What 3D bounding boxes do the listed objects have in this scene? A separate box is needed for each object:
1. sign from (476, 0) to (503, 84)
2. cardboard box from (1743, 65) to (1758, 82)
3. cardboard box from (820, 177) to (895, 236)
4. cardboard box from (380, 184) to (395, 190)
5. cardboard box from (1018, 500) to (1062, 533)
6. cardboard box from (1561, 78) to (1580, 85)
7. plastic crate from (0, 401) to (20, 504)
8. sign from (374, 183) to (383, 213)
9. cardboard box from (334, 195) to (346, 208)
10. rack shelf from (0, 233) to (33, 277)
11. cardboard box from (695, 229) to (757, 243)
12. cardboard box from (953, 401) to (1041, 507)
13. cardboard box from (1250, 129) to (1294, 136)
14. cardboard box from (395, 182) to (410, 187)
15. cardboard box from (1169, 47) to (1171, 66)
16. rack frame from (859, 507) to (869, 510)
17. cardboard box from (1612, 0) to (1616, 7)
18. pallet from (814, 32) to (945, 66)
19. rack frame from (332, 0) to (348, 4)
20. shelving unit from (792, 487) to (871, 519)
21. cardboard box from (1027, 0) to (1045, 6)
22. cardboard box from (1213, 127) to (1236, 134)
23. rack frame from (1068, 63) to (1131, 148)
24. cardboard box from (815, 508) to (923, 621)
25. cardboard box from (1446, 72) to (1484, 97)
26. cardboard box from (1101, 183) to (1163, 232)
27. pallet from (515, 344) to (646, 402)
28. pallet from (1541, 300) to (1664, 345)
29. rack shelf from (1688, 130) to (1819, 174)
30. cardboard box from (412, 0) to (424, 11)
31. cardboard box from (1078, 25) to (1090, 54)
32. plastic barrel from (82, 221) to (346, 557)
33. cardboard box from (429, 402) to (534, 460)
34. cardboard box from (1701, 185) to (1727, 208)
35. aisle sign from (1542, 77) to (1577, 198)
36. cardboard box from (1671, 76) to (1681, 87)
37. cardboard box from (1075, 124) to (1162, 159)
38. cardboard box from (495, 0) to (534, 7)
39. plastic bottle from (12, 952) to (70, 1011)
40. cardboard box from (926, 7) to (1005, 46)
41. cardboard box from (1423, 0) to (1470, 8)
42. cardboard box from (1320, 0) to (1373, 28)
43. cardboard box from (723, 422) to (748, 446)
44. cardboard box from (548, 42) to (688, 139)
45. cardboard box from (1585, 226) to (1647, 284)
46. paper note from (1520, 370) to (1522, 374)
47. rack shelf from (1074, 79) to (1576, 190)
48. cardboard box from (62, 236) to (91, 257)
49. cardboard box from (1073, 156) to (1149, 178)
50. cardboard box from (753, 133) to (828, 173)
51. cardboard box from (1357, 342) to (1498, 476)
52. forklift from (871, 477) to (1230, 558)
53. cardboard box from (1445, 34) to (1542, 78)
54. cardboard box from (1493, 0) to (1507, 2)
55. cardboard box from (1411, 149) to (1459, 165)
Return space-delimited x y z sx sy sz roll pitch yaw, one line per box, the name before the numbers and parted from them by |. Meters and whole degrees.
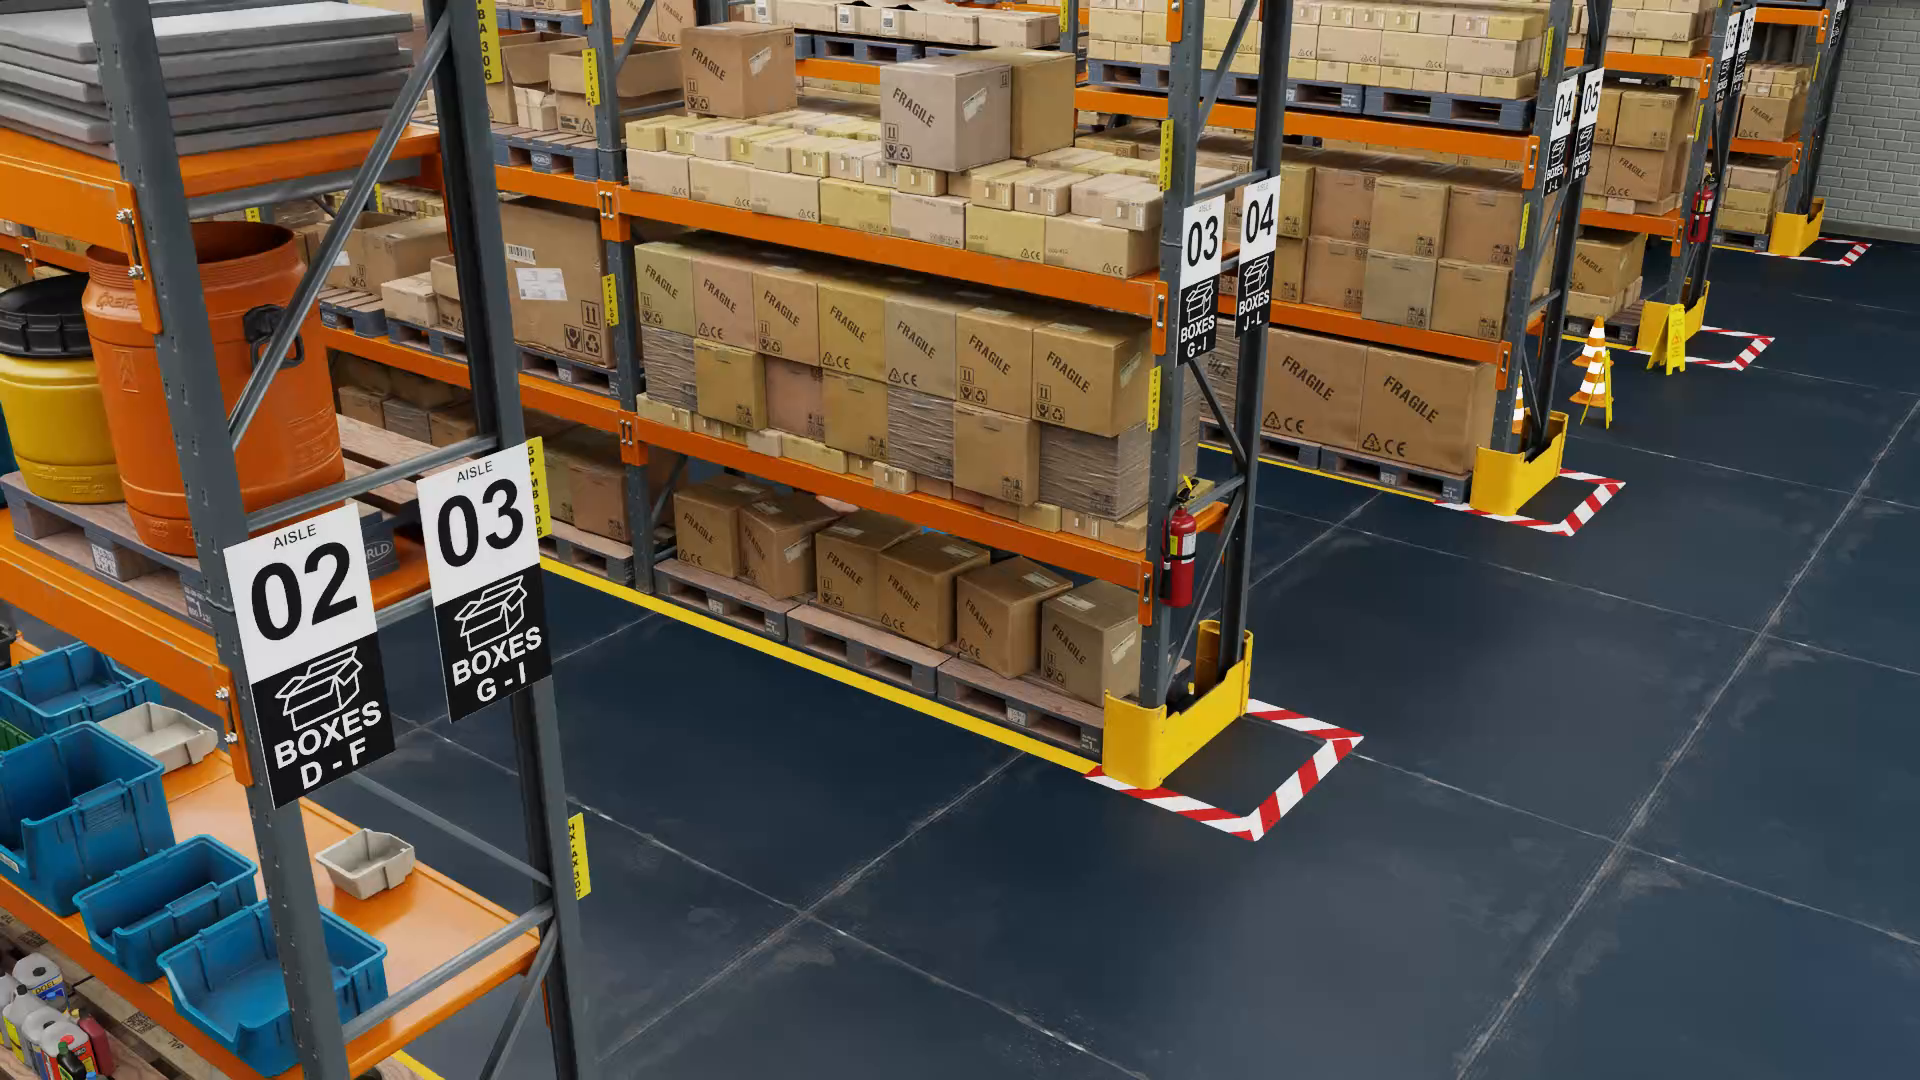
sign | -1.321 -1.429 4.591 0.005 0.325 0.100 17 29 33
cardboard box | 9.379 -5.602 19.946 0.250 0.149 0.380 18 29 34
cardboard box | -0.433 -1.905 9.320 0.500 0.250 0.500 16 29 32
cardboard box | -7.150 -4.257 20.469 0.250 0.149 0.380 17 29 34
cardboard box | 0.534 -0.192 9.278 0.250 0.149 0.380 17 29 33
cardboard box | 5.850 -4.305 16.568 0.500 0.500 0.700 16 29 33
plastic crate | -3.360 -0.332 5.582 0.575 0.384 0.392 17 29 33
sign | -4.767 -2.806 13.560 0.005 0.325 0.100 17 29 33
cardboard box | -7.591 -4.247 20.816 0.250 0.149 0.380 18 29 35
rack shelf | -9.886 -3.257 16.813 4.000 0.370 1.077 17 29 33
cardboard box | -1.359 -1.787 10.853 0.500 0.500 0.500 17 29 33
cardboard box | 0.421 -0.606 9.413 0.500 0.500 0.875 17 29 33
cardboard box | 3.552 -4.777 18.357 0.500 0.500 0.500 16 29 32
cardboard box | -6.843 -4.428 20.858 0.250 0.149 0.380 16 28 32
cardboard box | 1.866 -3.858 13.232 0.250 0.149 0.380 16 29 32
rack frame | -0.605 -0.226 11.258 0.015 1.200 0.240 5 39 26
cardboard box | 6.242 -5.215 15.969 0.250 0.149 0.380 17 29 34
pallet | -0.586 -4.589 15.459 1.213 0.211 1.003 18 30 36
rack frame | -5.085 -4.880 12.166 0.127 3.000 1.000 17 29 33
shelving unit | -0.823 -0.244 11.367 0.503 1.200 0.258 5 39 26
cardboard box | 1.009 -6.459 19.781 0.250 0.149 0.380 17 29 33
cardboard box | 3.054 -4.598 18.756 0.250 0.149 0.380 16 29 32
rack frame | 1.171 -2.744 14.757 0.127 3.000 1.000 17 29 33
cardboard box | -0.581 0.154 10.759 0.500 0.500 0.500 14 27 29
cardboard box | 3.702 -3.304 11.975 0.250 0.149 0.380 17 29 34
cardboard box | 0.907 -1.653 8.254 0.250 0.149 0.380 17 29 33
pallet | -2.408 -1.312 11.745 1.213 0.211 1.003 17 29 33
pallet | 6.570 -2.348 17.317 1.213 0.211 1.003 17 29 33
rack shelf | 8.634 -5.155 21.121 4.000 0.370 1.077 17 29 33
cardboard box | -5.785 -6.014 18.644 0.500 0.250 0.500 18 29 34
cardboard box | 1.927 -7.636 25.215 0.500 0.500 0.700 17 29 33
plastic barrel | -2.119 -0.440 4.755 0.708 0.830 0.600 17 29 33
cardboard box | -3.627 -0.772 12.836 0.500 0.500 0.700 20 31 38
cardboard box | 9.262 -4.304 20.568 0.500 0.250 0.500 16 29 33
aisle sign | 4.249 -2.852 11.778 0.004 0.787 0.394 17 29 33
cardboard box | 8.747 -5.639 20.398 0.250 0.149 0.380 17 29 34
cardboard box | 1.446 -3.206 14.281 0.550 0.550 0.875 17 29 33
cardboard box | -4.652 -5.922 17.839 0.500 0.311 0.500 16 29 33
plastic bottle | -3.898 1.899 7.052 0.135 0.276 0.152 17 29 33
cardboard box | 0.051 -4.513 14.594 0.500 0.250 0.500 17 29 33
cardboard box | 3.689 -4.004 12.575 0.250 0.149 0.380 17 29 34
cardboard box | 2.882 -3.916 12.376 0.250 0.149 0.380 16 29 33
cardboard box | -1.278 -0.730 10.498 0.250 0.149 0.380 17 29 33
cardboard box | -2.201 -2.925 10.800 0.637 0.503 0.797 15 28 31
cardboard box | 6.761 -2.965 17.218 0.500 0.500 0.500 16 28 32
paper note | 5.310 -1.625 15.901 0.142 0.019 0.148 7 25 15
rack shelf | 2.772 -3.303 13.199 4.000 0.370 1.077 17 29 33
cardboard box | -7.665 -2.835 14.840 0.500 0.500 0.500 17 29 33
cardboard box | 0.810 -1.943 8.912 0.250 0.149 0.380 16 29 32
cardboard box | -0.968 -2.223 9.547 0.250 0.149 0.380 16 29 32
cardboard box | 3.790 -1.139 13.229 0.875 0.875 0.875 17 29 34
forklift | 0.566 -1.450 11.906 3.031 2.935 1.130 -11 26 -23
cardboard box | 3.813 -3.483 11.886 0.500 0.250 0.500 17 29 34
cardboard box | 5.464 -5.242 16.524 0.500 0.250 0.500 17 29 34
cardboard box | 5.054 -4.111 17.367 0.500 0.500 0.500 17 29 33
